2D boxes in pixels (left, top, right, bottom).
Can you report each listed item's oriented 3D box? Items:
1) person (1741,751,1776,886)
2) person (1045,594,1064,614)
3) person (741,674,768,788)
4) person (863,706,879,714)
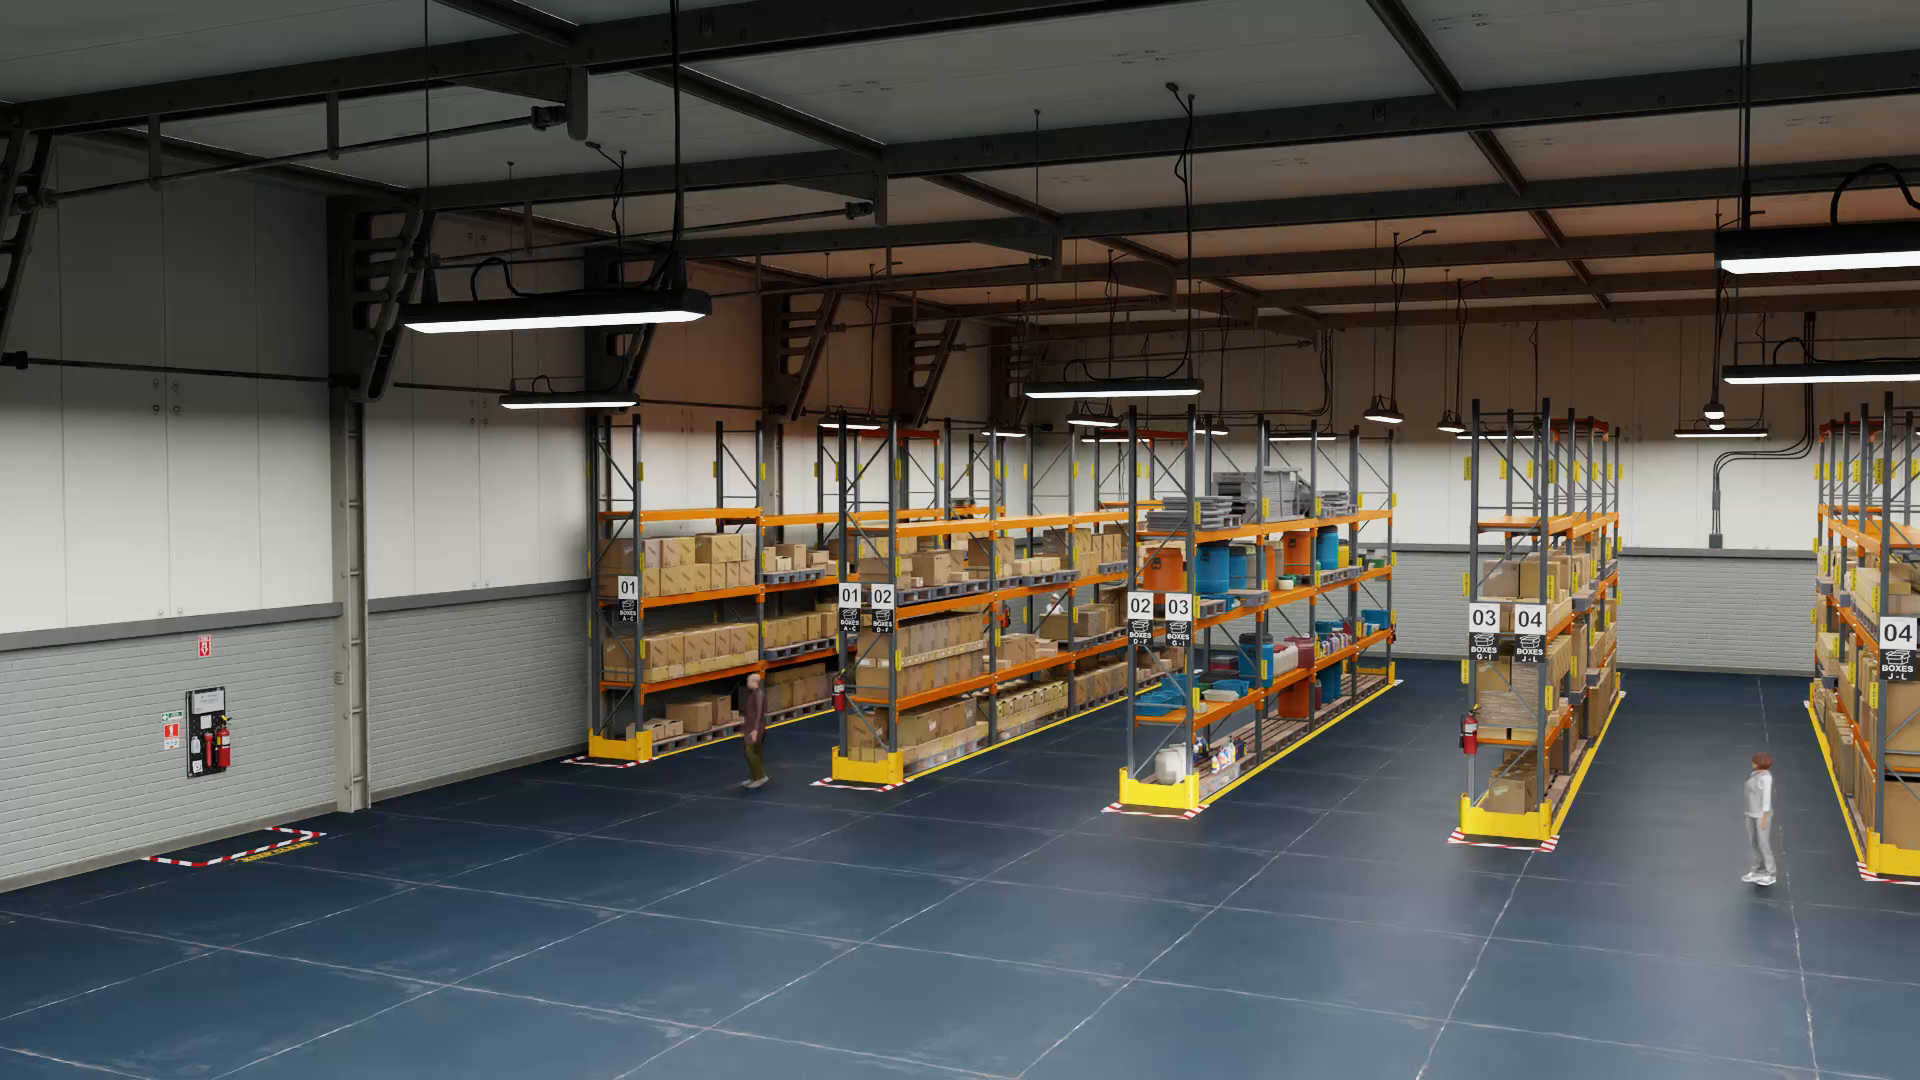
[{"bbox_3d":[9.720,3.370,20.215,0.353,1.619,0.432,0,2,-4],"label":"person"},{"bbox_3d":[2.465,2.310,43.879,0.589,1.780,0.521,0,2,1],"label":"person"},{"bbox_3d":[-3.274,3.039,26.436,0.424,1.814,0.623,-1,2,-13],"label":"person"},{"bbox_3d":[-1.719,2.820,34.114,0.581,1.642,0.419,-1,3,-26],"label":"person"}]
